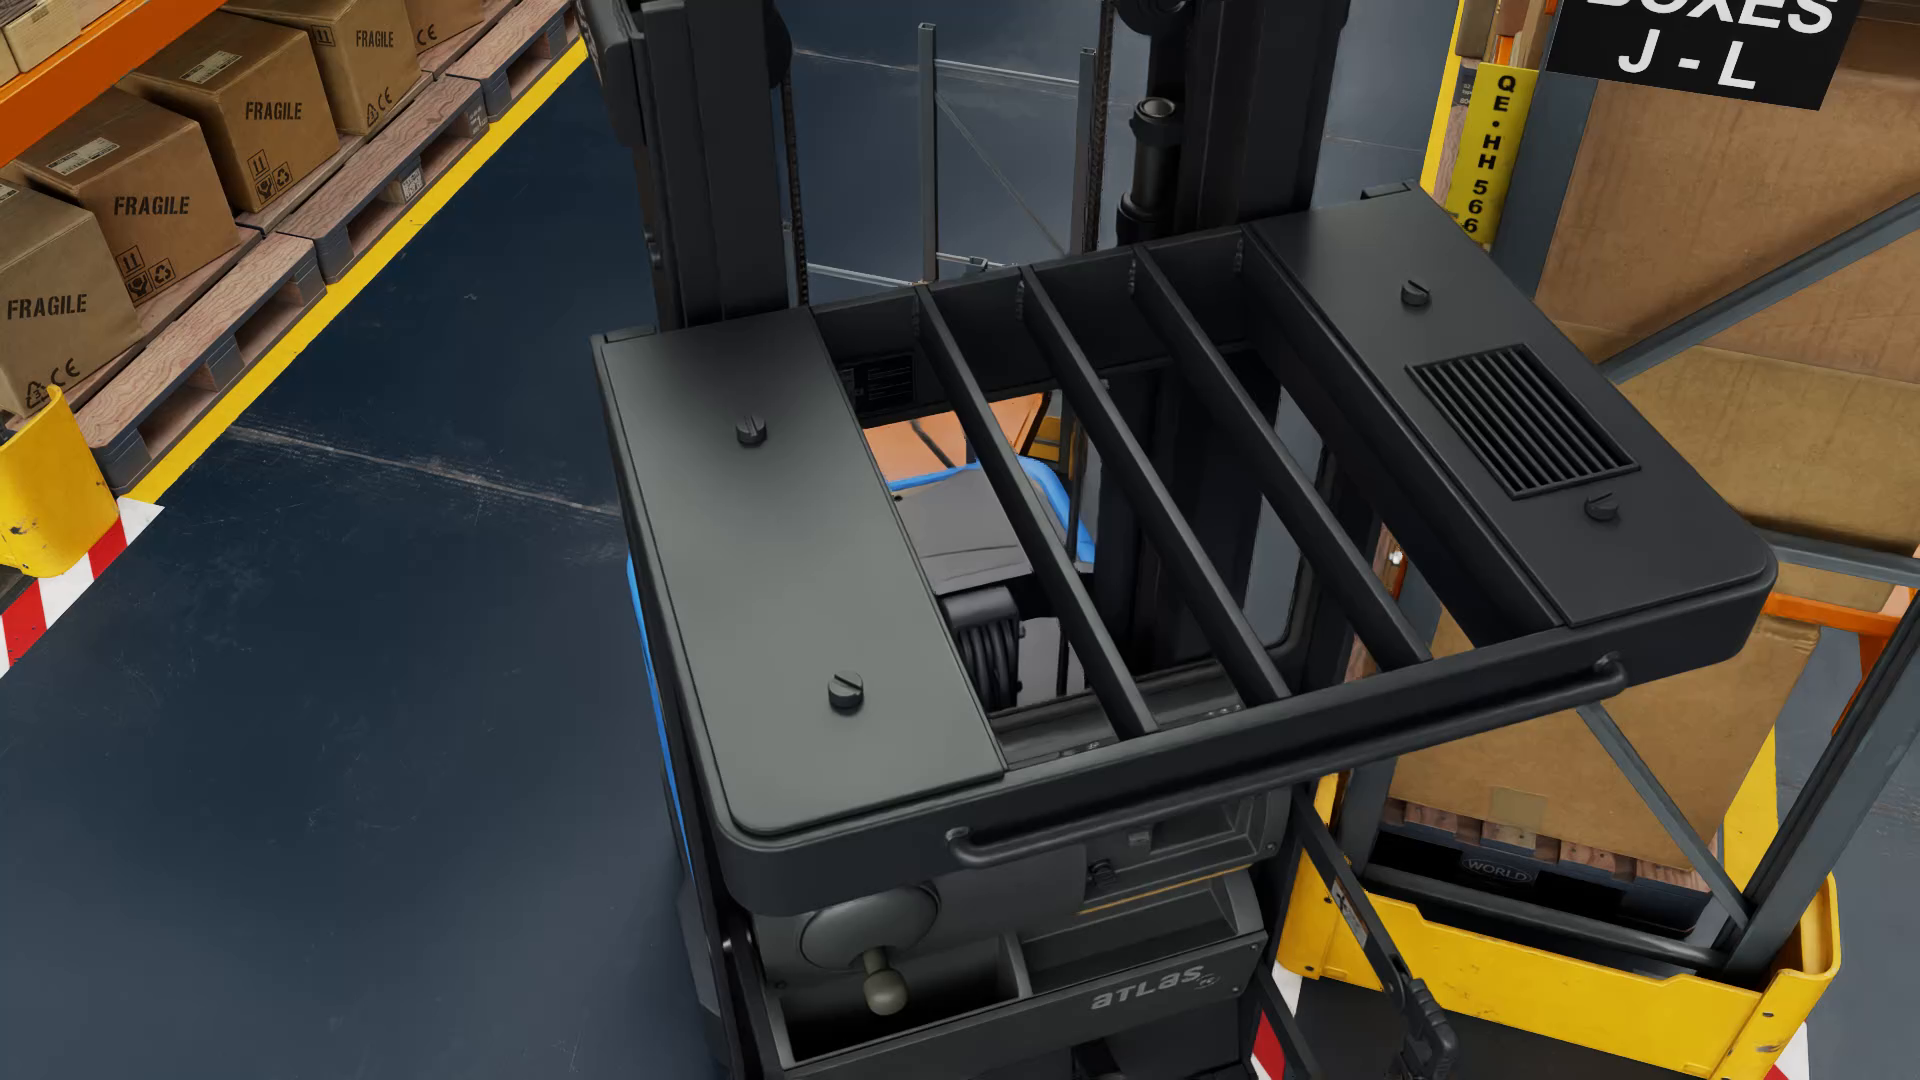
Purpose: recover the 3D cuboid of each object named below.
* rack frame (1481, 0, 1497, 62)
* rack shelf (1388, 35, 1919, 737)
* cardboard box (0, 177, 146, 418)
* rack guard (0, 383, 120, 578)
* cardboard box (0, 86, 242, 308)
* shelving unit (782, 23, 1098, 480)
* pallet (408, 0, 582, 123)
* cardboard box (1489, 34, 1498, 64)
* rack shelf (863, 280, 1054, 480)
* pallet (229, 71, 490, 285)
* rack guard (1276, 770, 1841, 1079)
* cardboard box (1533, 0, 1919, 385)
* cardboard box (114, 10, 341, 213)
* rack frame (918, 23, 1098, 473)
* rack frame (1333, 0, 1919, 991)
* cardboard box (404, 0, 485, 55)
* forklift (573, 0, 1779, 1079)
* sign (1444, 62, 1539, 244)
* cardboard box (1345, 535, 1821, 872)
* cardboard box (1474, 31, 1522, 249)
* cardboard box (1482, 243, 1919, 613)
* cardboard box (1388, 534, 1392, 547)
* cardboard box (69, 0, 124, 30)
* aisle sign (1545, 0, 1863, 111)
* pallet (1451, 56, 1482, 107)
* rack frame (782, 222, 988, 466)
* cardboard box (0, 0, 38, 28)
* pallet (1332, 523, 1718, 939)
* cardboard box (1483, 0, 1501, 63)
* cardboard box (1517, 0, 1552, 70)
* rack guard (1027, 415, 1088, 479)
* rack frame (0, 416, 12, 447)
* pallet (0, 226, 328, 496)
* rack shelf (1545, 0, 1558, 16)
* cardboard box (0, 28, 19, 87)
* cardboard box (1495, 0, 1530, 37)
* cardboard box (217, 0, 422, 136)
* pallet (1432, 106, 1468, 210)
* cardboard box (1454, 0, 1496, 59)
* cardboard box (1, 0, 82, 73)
[{"bbox_3d":[2.601,-2.679,5.843,1.000,3.000,0.127,13,46,13],"label":"rack frame"},{"bbox_3d":[1.995,-1.089,4.732,1.077,0.370,4.000,13,46,13],"label":"rack shelf"},{"bbox_3d":[-3.102,-0.800,5.410,0.500,0.500,0.500,21,48,20],"label":"cardboard box"},{"bbox_3d":[-3.284,-0.288,5.187,1.175,0.500,0.348,13,46,13],"label":"rack guard"},{"bbox_3d":[-2.954,-1.206,5.824,0.500,0.500,0.500,24,49,23],"label":"cardboard box"},{"bbox_3d":[-0.023,-0.485,4.674,0.587,1.500,1.083,13,46,13],"label":"shelving unit"},{"bbox_3d":[-2.266,-2.345,7.495,1.003,0.211,1.213,13,46,13],"label":"pallet"},{"bbox_3d":[2.074,-1.063,5.411,0.875,0.875,0.875,13,46,13],"label":"cardboard box"},{"bbox_3d":[-0.026,-0.351,4.793,0.538,0.185,1.000,13,46,13],"label":"rack shelf"},{"bbox_3d":[-2.633,-1.529,6.662,1.003,0.211,1.213,13,46,13],"label":"pallet"},{"bbox_3d":[1.382,0.897,3.976,1.175,0.500,0.348,13,46,13],"label":"rack guard"},{"bbox_3d":[1.539,-0.691,2.932,0.875,0.550,0.550,13,46,13],"label":"cardboard box"},{"bbox_3d":[-2.746,-1.619,6.247,0.500,0.500,0.500,17,47,16],"label":"cardboard box"},{"bbox_3d":[0.128,-0.818,5.014,0.500,1.500,0.032,13,46,13],"label":"rack frame"},{"bbox_3d":[1.389,-0.013,3.118,1.000,3.000,0.127,13,46,13],"label":"rack frame"},{"bbox_3d":[-2.421,-2.412,7.057,0.500,0.500,0.500,27,50,25],"label":"cardboard box"},{"bbox_3d":[0.177,0.582,2.559,1.130,2.935,3.031,-13,46,-13],"label":"forklift"},{"bbox_3d":[0.876,-0.635,2.757,0.100,0.325,0.005,13,46,13],"label":"sign"},{"bbox_3d":[1.532,0.131,4.191,0.875,0.875,0.875,13,46,13],"label":"cardboard box"},{"bbox_3d":[1.604,-0.694,3.708,0.875,0.550,0.550,13,46,13],"label":"cardboard box"},{"bbox_3d":[1.458,-0.323,3.328,0.875,0.550,0.550,13,46,13],"label":"cardboard box"},{"bbox_3d":[1.796,-0.456,4.790,0.875,0.875,0.875,12,46,12],"label":"cardboard box"},{"bbox_3d":[-2.754,-1.677,4.999,0.380,0.149,0.250,13,46,13],"label":"cardboard box"},{"bbox_3d":[1.082,-0.958,2.226,0.394,0.787,0.004,13,46,13],"label":"aisle sign"},{"bbox_3d":[2.762,-2.212,7.360,1.003,0.211,1.213,13,46,13],"label":"pallet"},{"bbox_3d":[-0.180,-0.140,4.321,0.500,1.500,0.032,13,46,13],"label":"rack frame"},{"bbox_3d":[-3.114,-1.633,4.490,0.875,0.500,0.500,13,46,13],"label":"cardboard box"},{"bbox_3d":[1.557,0.435,4.655,1.003,0.211,1.213,13,46,13],"label":"pallet"},{"bbox_3d":[2.343,-1.665,6.026,0.875,0.875,0.875,13,46,13],"label":"cardboard box"},{"bbox_3d":[1.617,-1.077,3.327,0.875,0.550,0.550,13,46,13],"label":"cardboard box"},{"bbox_3d":[0.128,-0.370,5.450,0.587,0.250,0.087,13,46,13],"label":"rack guard"},{"bbox_3d":[-3.307,-1.130,4.261,1.000,3.000,0.127,13,46,13],"label":"rack frame"},{"bbox_3d":[-3.004,-0.718,5.833,1.003,0.211,1.213,13,46,13],"label":"pallet"},{"bbox_3d":[1.995,-2.161,3.683,1.077,0.370,4.000,13,46,13],"label":"rack shelf"},{"bbox_3d":[-2.900,-1.343,4.657,0.380,0.149,0.250,13,46,13],"label":"cardboard box"},{"bbox_3d":[2.080,-1.777,4.815,0.875,0.550,0.550,13,46,13],"label":"cardboard box"},{"bbox_3d":[-2.534,-1.981,6.617,0.500,0.500,0.500,9,45,9],"label":"cardboard box"},{"bbox_3d":[2.296,-1.192,6.317,1.003,0.211,1.213,13,46,13],"label":"pallet"},{"bbox_3d":[2.703,-2.458,6.925,1.050,0.750,0.750,12,46,12],"label":"cardboard box"},{"bbox_3d":[-2.810,-1.506,4.824,0.380,0.149,0.250,13,46,13],"label":"cardboard box"}]
